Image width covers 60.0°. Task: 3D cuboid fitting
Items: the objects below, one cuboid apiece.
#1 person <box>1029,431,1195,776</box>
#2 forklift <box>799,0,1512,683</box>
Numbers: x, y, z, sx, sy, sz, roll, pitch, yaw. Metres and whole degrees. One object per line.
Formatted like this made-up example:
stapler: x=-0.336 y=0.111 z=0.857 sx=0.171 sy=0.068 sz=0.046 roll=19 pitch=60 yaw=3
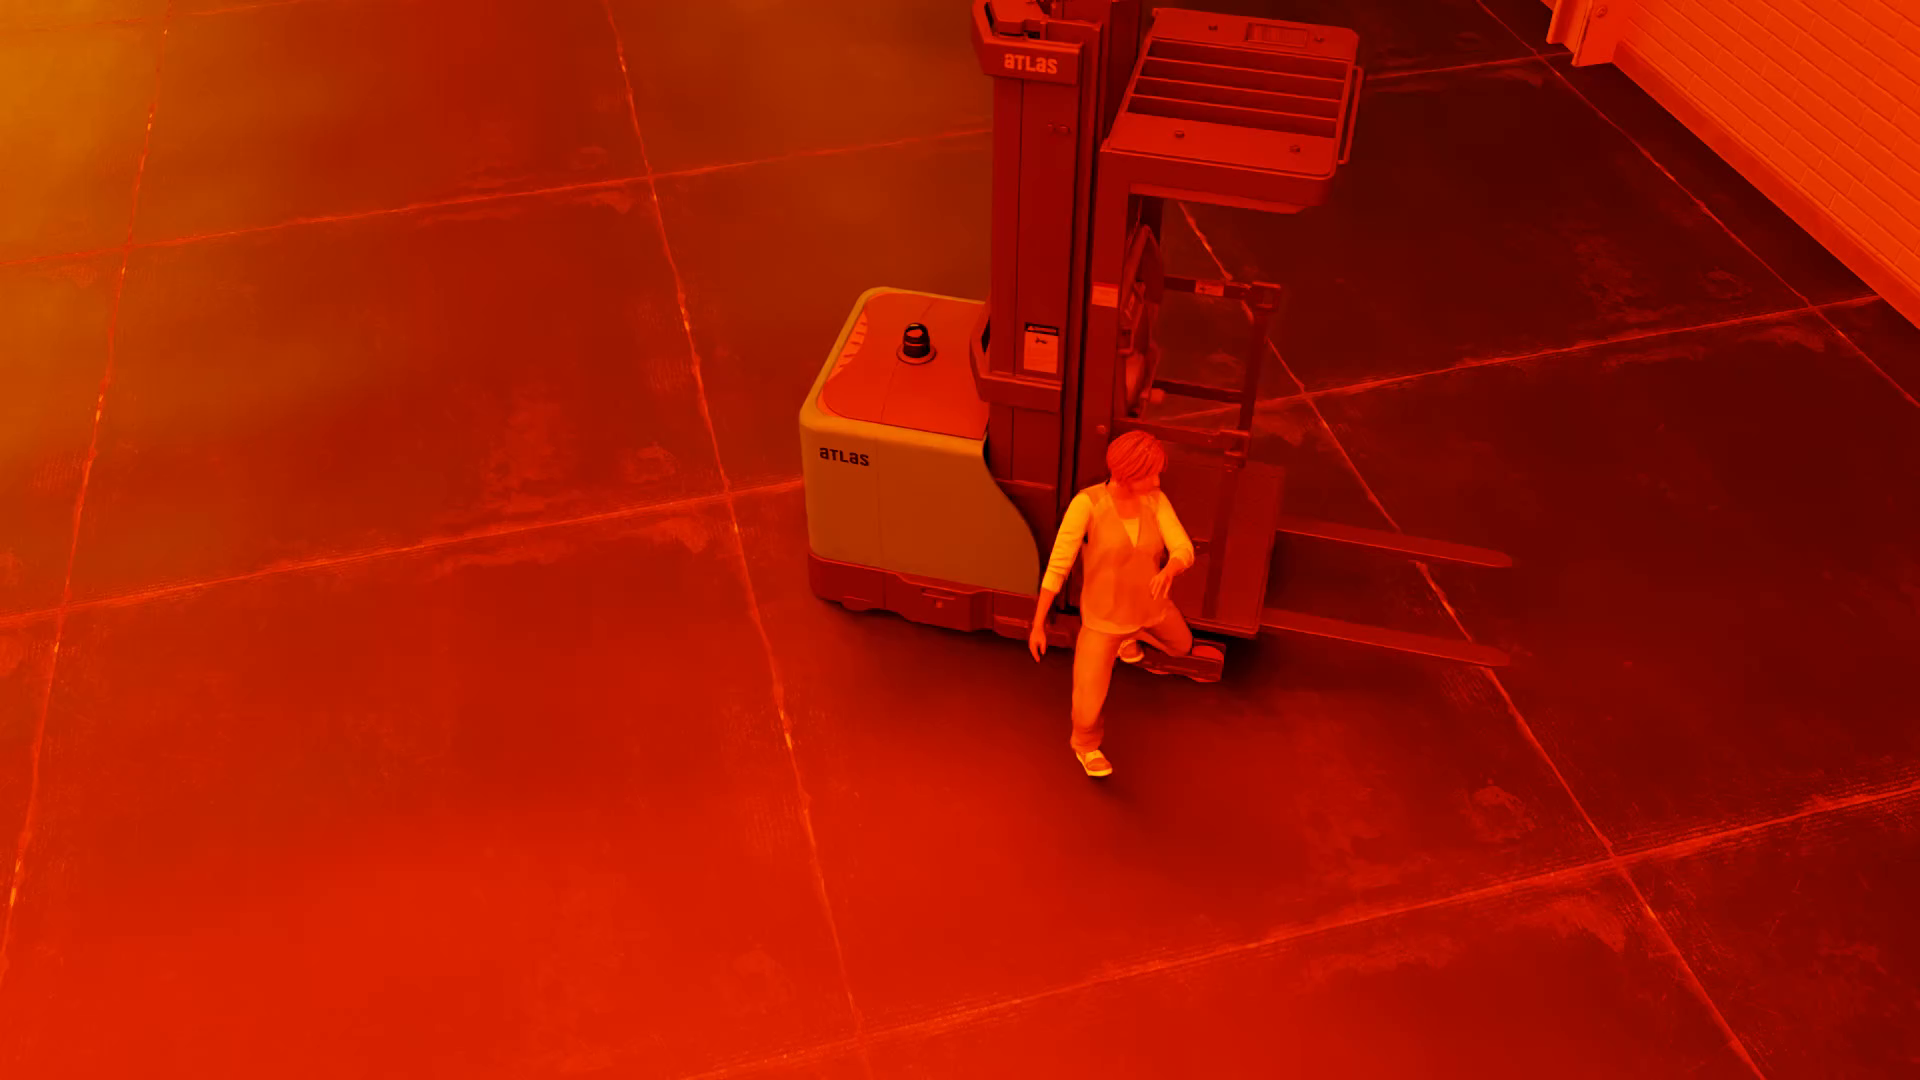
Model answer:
person: x=0.574 y=0.296 z=6.438 sx=0.793 sy=1.415 sz=0.762 roll=-24 pitch=48 yaw=-23
forklift: x=0.898 y=-0.860 z=6.555 sx=3.031 sy=2.935 sz=1.130 roll=10 pitch=44 yaw=10
